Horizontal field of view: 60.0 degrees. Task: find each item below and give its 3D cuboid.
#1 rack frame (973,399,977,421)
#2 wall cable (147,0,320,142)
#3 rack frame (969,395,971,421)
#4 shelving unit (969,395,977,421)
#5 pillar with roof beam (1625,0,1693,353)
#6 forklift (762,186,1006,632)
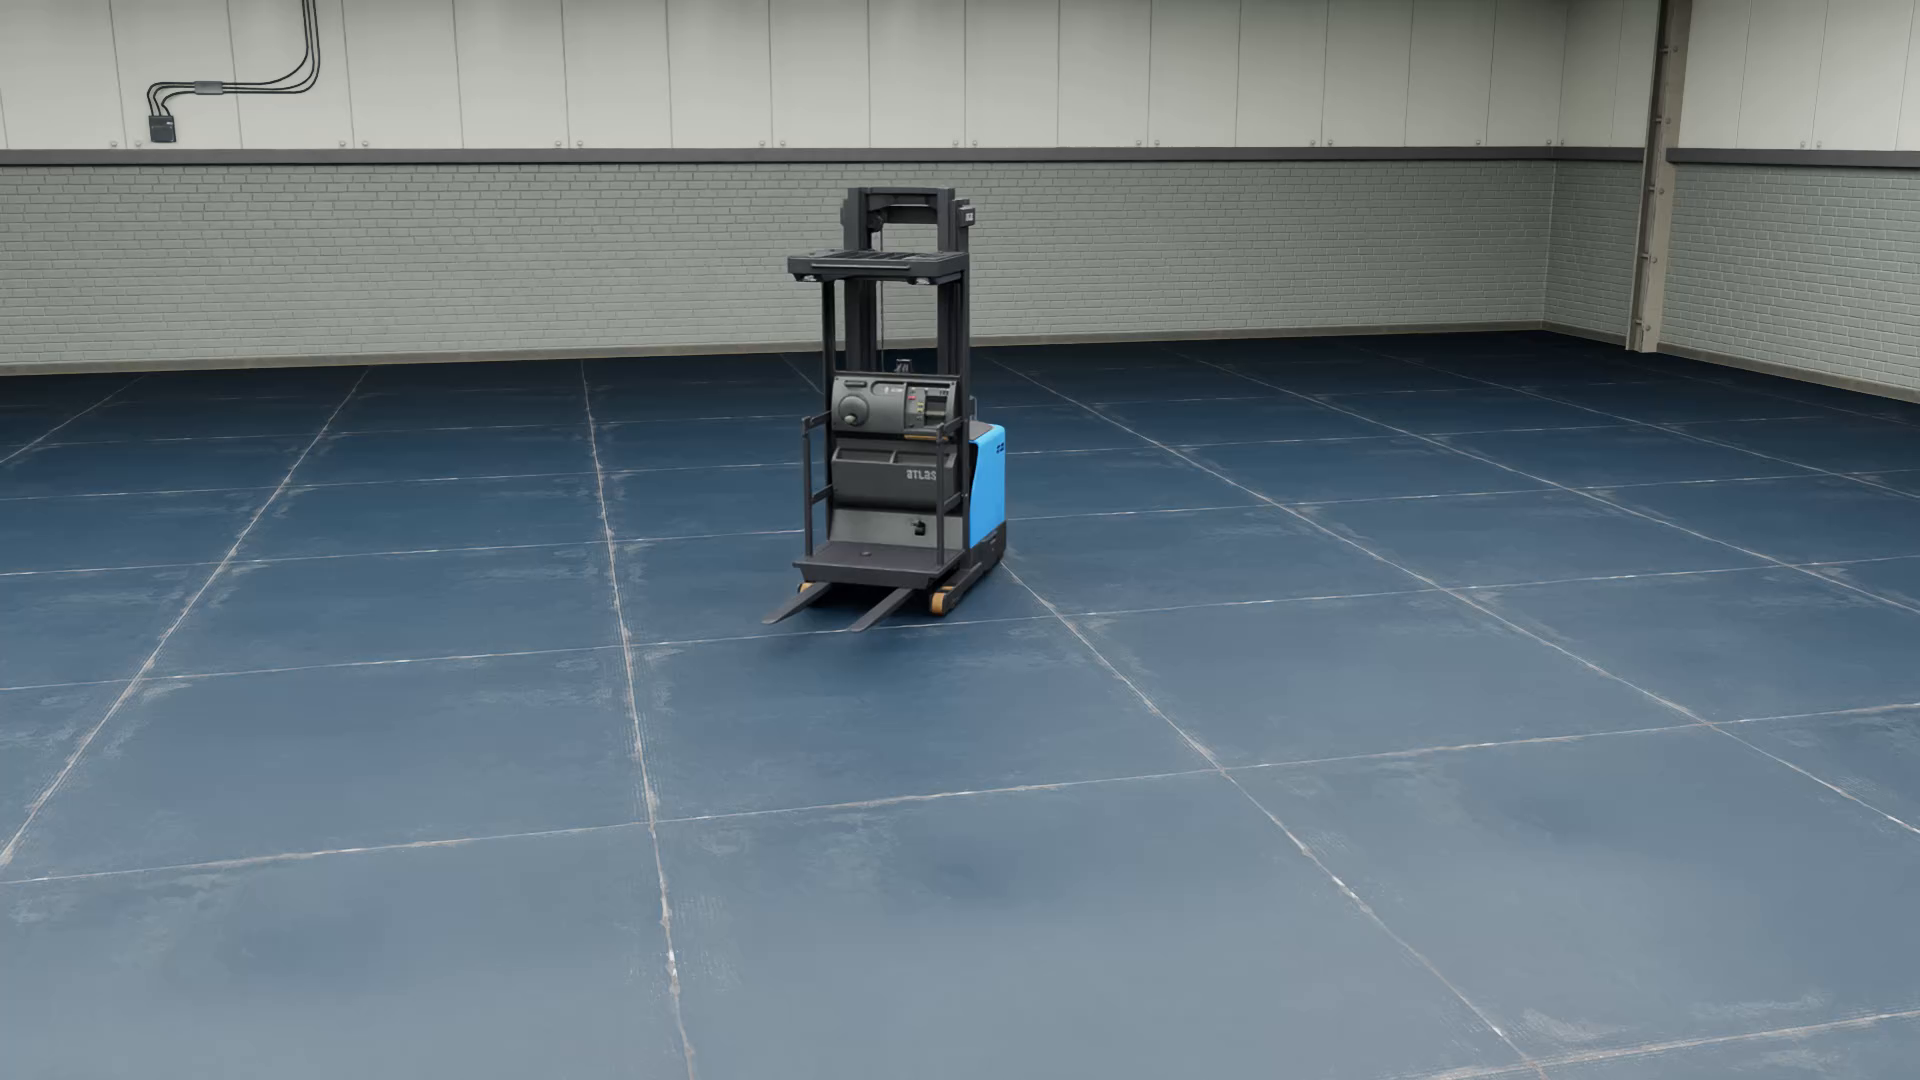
[{"bbox_3d":[0.018,-0.565,13.712,0.240,1.200,0.006,-3,14,-13],"label":"rack frame"},{"bbox_3d":[-10.107,-8.514,22.648,2.305,6.003,0.169,-3,14,-13],"label":"wall cable"},{"bbox_3d":[-0.025,-0.607,13.885,0.240,1.200,0.006,-3,14,-13],"label":"rack frame"},{"bbox_3d":[-0.003,-0.586,13.798,0.258,1.200,0.189,-3,14,-13],"label":"shelving unit"},{"bbox_3d":[6.502,-7.099,24.022,9.100,9.000,0.400,-3,14,-13],"label":"pillar with roof beam"},{"bbox_3d":[-0.537,-0.992,11.812,1.130,2.935,3.031,4,14,16],"label":"forklift"}]
